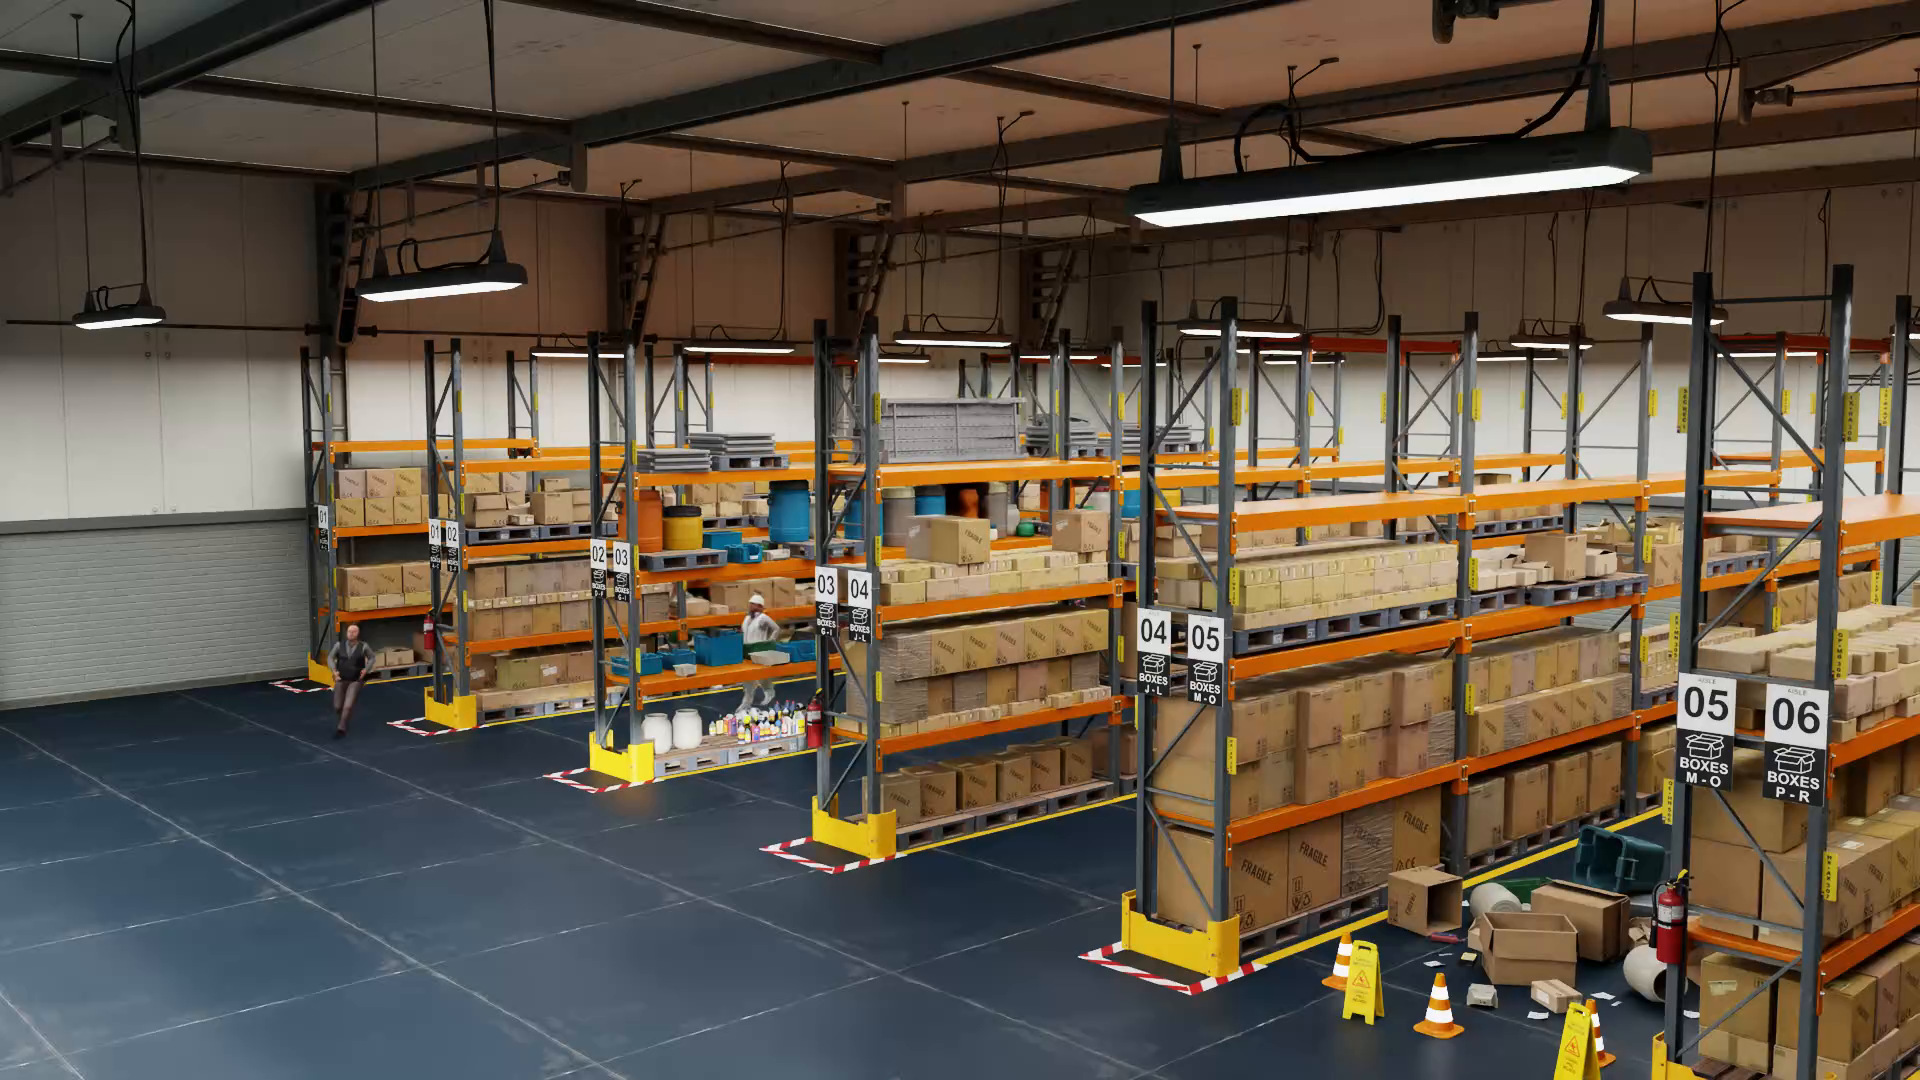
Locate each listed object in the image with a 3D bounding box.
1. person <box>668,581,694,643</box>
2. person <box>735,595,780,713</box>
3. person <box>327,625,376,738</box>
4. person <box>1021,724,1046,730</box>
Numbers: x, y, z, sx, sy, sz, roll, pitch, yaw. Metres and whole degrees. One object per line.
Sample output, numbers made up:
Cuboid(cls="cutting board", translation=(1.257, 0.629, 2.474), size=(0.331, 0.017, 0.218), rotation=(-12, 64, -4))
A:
Cuboid(cls="person", translation=(-5.289, 1.567, 30.920), size=(0.608, 1.816, 0.747), rotation=(5, 7, 44))
Cuboid(cls="person", translation=(-3.206, 1.753, 26.011), size=(0.884, 1.793, 0.643), rotation=(-5, 7, -43))
Cuboid(cls="person", translation=(-9.217, 2.119, 25.213), size=(0.694, 1.683, 0.666), rotation=(-1, 5, -11))
Cuboid(cls="person", translation=(1.039, 1.941, 24.191), size=(0.574, 1.615, 0.534), rotation=(4, 7, 41))
